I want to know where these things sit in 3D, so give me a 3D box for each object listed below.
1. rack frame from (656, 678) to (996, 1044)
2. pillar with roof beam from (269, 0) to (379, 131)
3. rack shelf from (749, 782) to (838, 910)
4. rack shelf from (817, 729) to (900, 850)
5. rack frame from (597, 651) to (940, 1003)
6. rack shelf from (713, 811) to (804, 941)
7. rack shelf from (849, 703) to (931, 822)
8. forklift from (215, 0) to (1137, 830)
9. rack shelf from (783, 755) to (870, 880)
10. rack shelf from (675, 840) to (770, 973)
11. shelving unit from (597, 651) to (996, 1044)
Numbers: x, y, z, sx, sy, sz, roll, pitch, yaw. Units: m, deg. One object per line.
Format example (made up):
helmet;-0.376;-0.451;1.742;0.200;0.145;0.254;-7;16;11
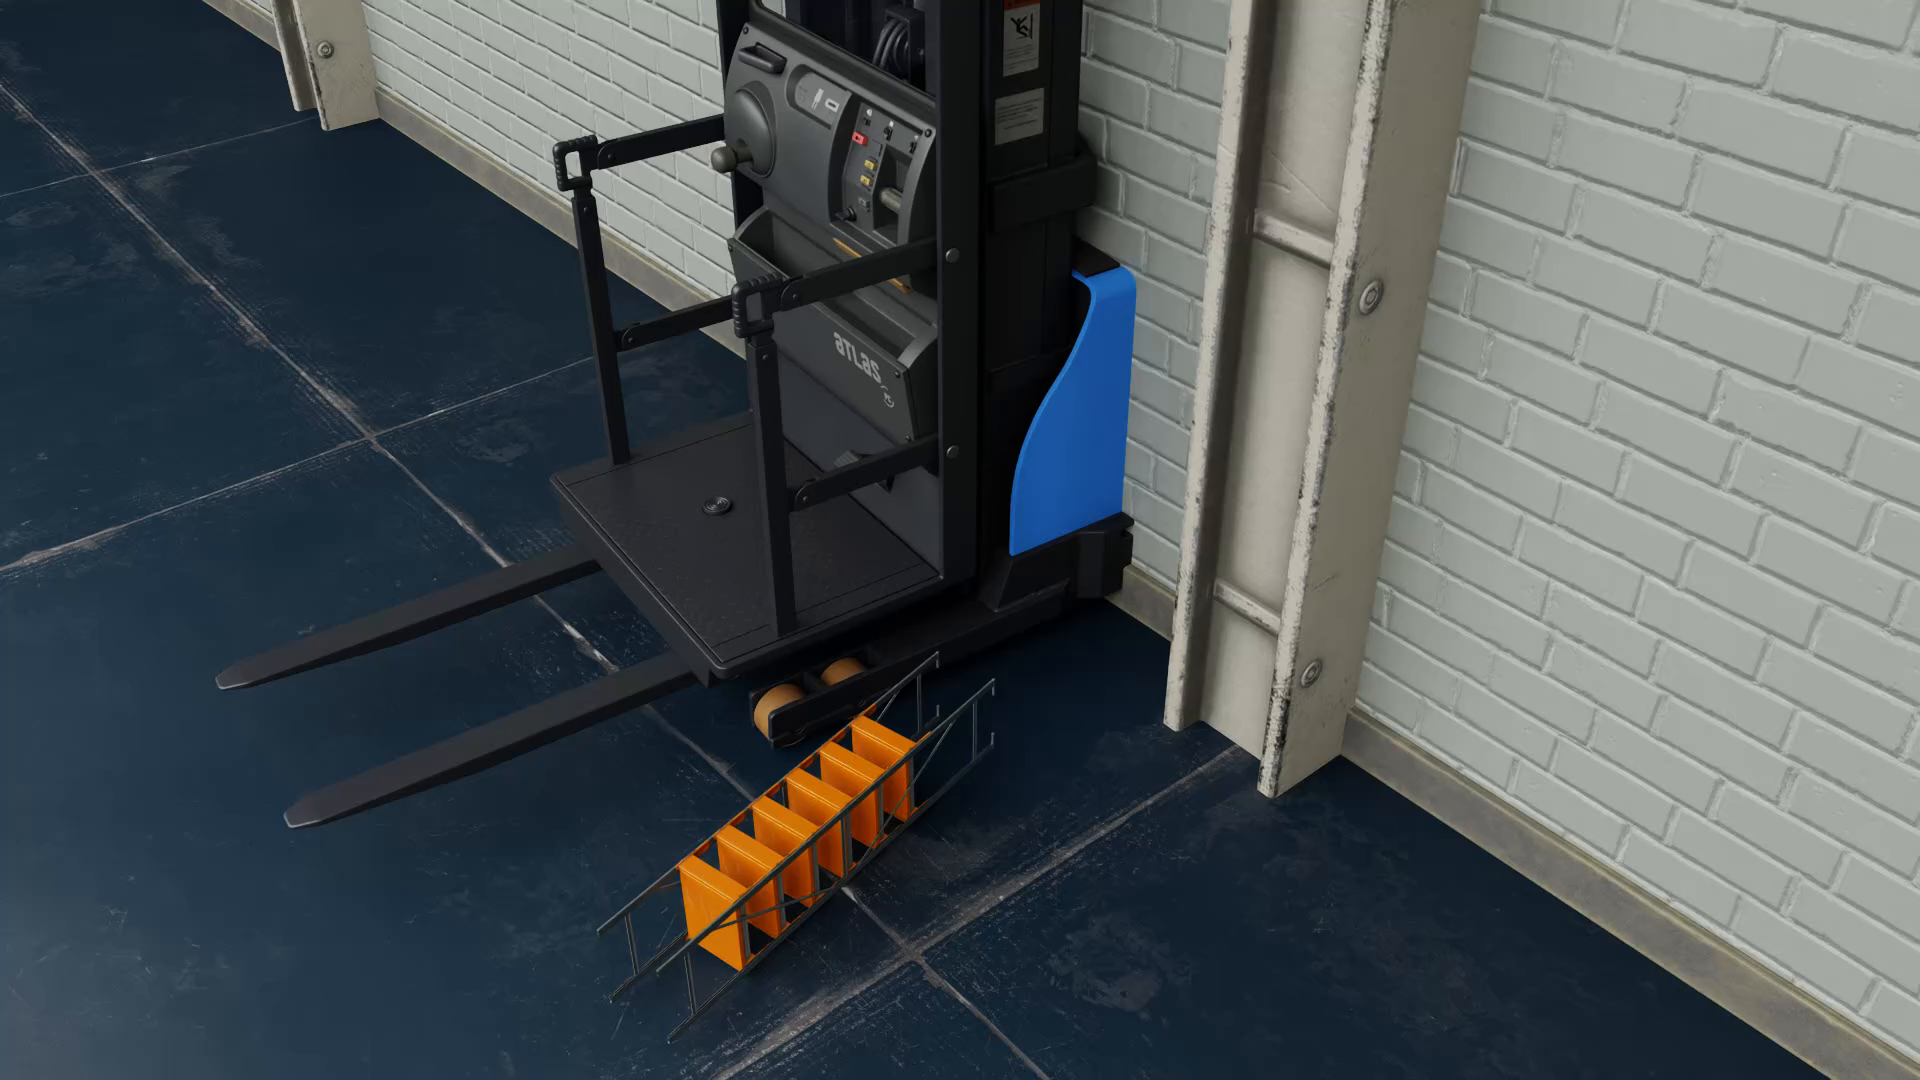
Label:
rack frame;-0.274;0.730;3.965;0.006;0.240;1.200;24;42;30
pillar with roof beam;-6.363;-4.189;3.379;9.100;9.000;0.400;-26;43;-32
rack shelf;-0.393;0.733;3.961;0.180;0.258;0.103;24;42;30
rack shelf;-0.248;0.622;4.116;0.180;0.258;0.103;24;42;30
rack frame;-0.420;0.666;4.055;0.006;0.240;1.200;24;42;30
rack shelf;-0.466;0.788;3.883;0.180;0.258;0.103;24;42;30
rack shelf;-0.175;0.567;4.194;0.180;0.258;0.103;24;42;30
forklift;-0.517;-0.991;4.113;3.031;2.935;1.130;-22;41;-28
rack shelf;-0.320;0.678;4.039;0.180;0.258;0.103;24;42;30
rack shelf;-0.539;0.843;3.805;0.180;0.258;0.103;24;42;30
shelving unit;-0.347;0.698;4.010;0.189;0.258;1.200;24;42;30
